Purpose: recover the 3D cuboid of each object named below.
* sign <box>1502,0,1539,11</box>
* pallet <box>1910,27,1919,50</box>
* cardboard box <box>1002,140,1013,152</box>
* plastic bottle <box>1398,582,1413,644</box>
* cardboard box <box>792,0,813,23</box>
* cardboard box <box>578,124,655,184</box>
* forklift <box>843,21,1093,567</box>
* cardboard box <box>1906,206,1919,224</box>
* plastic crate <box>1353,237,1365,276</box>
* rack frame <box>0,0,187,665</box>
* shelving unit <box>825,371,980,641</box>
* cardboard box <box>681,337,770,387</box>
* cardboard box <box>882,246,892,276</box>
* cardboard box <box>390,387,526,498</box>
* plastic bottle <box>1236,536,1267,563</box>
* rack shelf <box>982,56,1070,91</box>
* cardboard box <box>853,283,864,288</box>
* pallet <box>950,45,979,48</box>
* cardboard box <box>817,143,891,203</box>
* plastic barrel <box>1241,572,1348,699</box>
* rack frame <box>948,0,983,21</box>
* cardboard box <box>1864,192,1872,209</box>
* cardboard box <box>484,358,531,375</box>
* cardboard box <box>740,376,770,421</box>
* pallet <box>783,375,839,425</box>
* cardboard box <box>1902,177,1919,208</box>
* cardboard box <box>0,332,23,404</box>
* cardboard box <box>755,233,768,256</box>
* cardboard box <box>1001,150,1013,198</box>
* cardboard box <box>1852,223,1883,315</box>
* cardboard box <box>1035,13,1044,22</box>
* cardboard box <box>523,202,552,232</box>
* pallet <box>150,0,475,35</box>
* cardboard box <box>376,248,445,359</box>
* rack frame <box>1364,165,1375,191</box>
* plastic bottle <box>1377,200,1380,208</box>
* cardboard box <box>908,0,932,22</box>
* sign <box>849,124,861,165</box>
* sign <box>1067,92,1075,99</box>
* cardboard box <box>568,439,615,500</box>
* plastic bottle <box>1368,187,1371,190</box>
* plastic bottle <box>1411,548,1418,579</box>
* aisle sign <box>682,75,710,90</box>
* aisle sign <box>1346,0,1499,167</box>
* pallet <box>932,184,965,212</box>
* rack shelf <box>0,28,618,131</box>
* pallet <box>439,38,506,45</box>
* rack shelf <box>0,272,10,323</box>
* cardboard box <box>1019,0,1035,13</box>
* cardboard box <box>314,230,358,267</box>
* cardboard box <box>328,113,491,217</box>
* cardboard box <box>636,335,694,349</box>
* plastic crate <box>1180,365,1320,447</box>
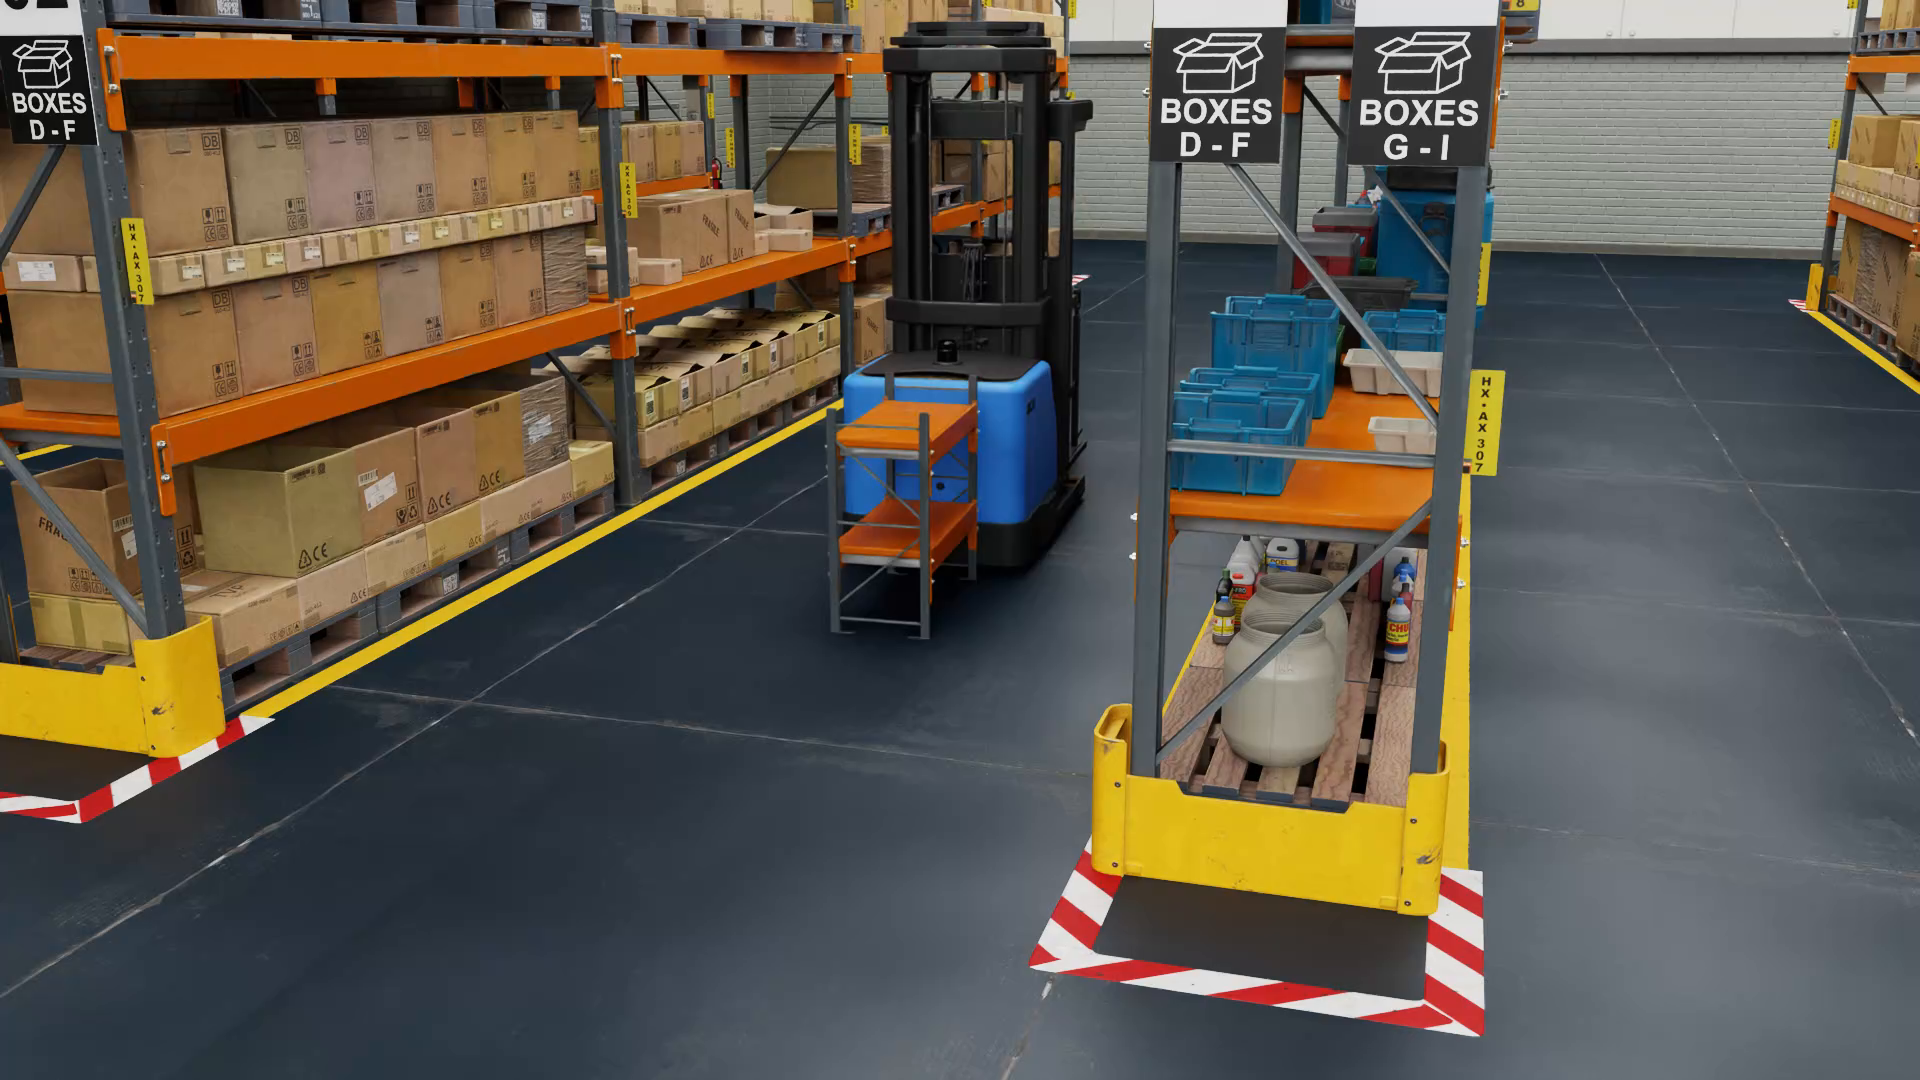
[{"bbox_3d":[1.602,-1.672,4.715,0.100,0.325,0.005,5,16,16],"label":"sign"},{"bbox_3d":[9.477,-4.638,15.349,1.003,0.211,1.213,5,16,16],"label":"pallet"},{"bbox_3d":[0.288,-4.559,18.390,0.500,0.500,0.500,4,16,14],"label":"cardboard box"},{"bbox_3d":[1.971,0.318,7.382,0.061,0.283,0.133,5,17,17],"label":"plastic bottle"},{"bbox_3d":[-1.474,-4.197,13.137,0.500,0.250,0.500,3,16,12],"label":"cardboard box"},{"bbox_3d":[-4.433,-4.843,20.858,0.980,0.700,0.700,4,16,13],"label":"cardboard box"},{"bbox_3d":[0.188,-1.624,10.183,1.130,2.935,3.031,4,16,13],"label":"forklift"},{"bbox_3d":[9.007,-3.009,15.400,0.380,0.149,0.250,5,17,16],"label":"cardboard box"},{"bbox_3d":[2.228,-1.620,10.074,0.392,0.384,0.575,5,16,16],"label":"plastic crate"},{"bbox_3d":[-3.672,-0.654,6.638,1.000,3.000,0.127,5,16,16],"label":"rack frame"},{"bbox_3d":[-0.272,-0.205,8.491,0.538,1.125,1.048,4,16,13],"label":"shelving unit"},{"bbox_3d":[-1.744,-1.341,12.300,0.500,0.311,0.500,5,17,17],"label":"cardboard box"},{"bbox_3d":[-0.918,-2.794,16.583,0.500,0.250,0.500,5,16,16],"label":"cardboard box"},{"bbox_3d":[-2.750,-0.541,9.135,0.500,0.500,0.500,5,16,16],"label":"cardboard box"},{"bbox_3d":[1.411,0.087,8.074,0.144,0.351,0.185,4,16,15],"label":"plastic bottle"},{"bbox_3d":[0.306,-5.414,19.240,1.077,0.370,4.000,5,16,16],"label":"rack shelf"},{"bbox_3d":[-1.211,-2.154,15.702,0.500,0.500,0.500,4,16,14],"label":"cardboard box"},{"bbox_3d":[-0.515,-4.981,16.740,1.213,0.211,1.003,5,16,16],"label":"pallet"},{"bbox_3d":[-0.885,-3.395,15.349,0.700,0.500,0.500,8,18,26],"label":"cardboard box"},{"bbox_3d":[1.332,0.417,6.652,0.421,0.512,0.421,0,16,0],"label":"plastic barrel"},{"bbox_3d":[-0.262,-6.680,16.888,1.000,3.000,0.127,5,16,16],"label":"rack frame"},{"bbox_3d":[9.518,-3.480,17.062,0.380,0.149,0.250,4,16,14],"label":"cardboard box"},{"bbox_3d":[-2.968,-0.843,10.201,0.500,0.500,0.500,5,16,16],"label":"cardboard box"},{"bbox_3d":[-1.747,-1.068,12.368,0.500,0.250,0.500,5,17,17],"label":"cardboard box"},{"bbox_3d":[-1.670,-1.193,13.649,1.003,0.211,1.213,5,16,16],"label":"pallet"},{"bbox_3d":[9.108,-3.231,15.453,0.500,0.250,0.500,4,16,15],"label":"cardboard box"},{"bbox_3d":[-7.093,-1.287,12.643,0.700,0.500,0.500,5,17,18],"label":"cardboard box"},{"bbox_3d":[-1.707,-2.288,12.859,0.380,0.149,0.250,6,17,20],"label":"cardboard box"},{"bbox_3d":[0.286,-4.088,18.561,0.500,0.500,0.500,5,17,17],"label":"cardboard box"},{"bbox_3d":[10.008,-2.839,17.465,0.875,0.875,0.875,5,16,16],"label":"cardboard box"},{"bbox_3d":[0.685,-6.036,19.474,0.500,0.250,0.500,5,16,16],"label":"cardboard box"},{"bbox_3d":[-2.552,-1.840,9.446,0.380,0.149,0.250,4,16,14],"label":"cardboard box"},{"bbox_3d":[-3.102,-2.558,8.015,1.003,0.211,1.213,5,16,16],"label":"pallet"},{"bbox_3d":[-3.090,-1.228,8.480,0.700,0.500,0.500,5,17,18],"label":"cardboard box"},{"bbox_3d":[4.486,-3.408,16.349,1.000,3.000,0.127,5,16,16],"label":"rack frame"},{"bbox_3d":[3.684,-2.862,14.657,0.097,0.271,0.097,0,16,0],"label":"plastic bottle"},{"bbox_3d":[-0.644,-5.232,16.145,0.600,0.600,0.600,4,16,15],"label":"cardboard box"},{"bbox_3d":[-0.866,-3.262,13.710,0.100,0.325,0.005,5,16,16],"label":"sign"},{"bbox_3d":[1.401,-5.501,21.025,0.100,0.325,0.005,5,16,16],"label":"sign"},{"bbox_3d":[-2.458,-0.441,10.158,0.500,0.250,0.500,5,16,16],"label":"cardboard box"},{"bbox_3d":[3.935,-3.254,16.020,0.061,0.283,0.133,5,16,16],"label":"plastic bottle"},{"bbox_3d":[2.159,0.073,8.123,0.144,0.351,0.185,5,16,16],"label":"plastic bottle"},{"bbox_3d":[-3.568,-6.469,22.376,0.394,0.787,0.004,5,16,16],"label":"aisle sign"},{"bbox_3d":[1.336,-1.478,4.779,0.394,0.787,0.004,5,16,16],"label":"aisle sign"},{"bbox_3d":[-0.594,-3.500,17.025,1.003,0.211,1.213,5,16,16],"label":"pallet"},{"bbox_3d":[-3.104,-2.274,8.171,1.077,0.370,4.000,5,16,16],"label":"rack shelf"},{"bbox_3d":[-5.226,-5.284,17.815,0.805,0.209,1.217,4,16,14],"label":"pallet"},{"bbox_3d":[-6.718,-2.261,13.621,1.077,0.370,4.000,5,16,16],"label":"rack shelf"},{"bbox_3d":[0.481,-6.413,19.430,0.700,0.500,0.500,5,16,16],"label":"cardboard box"},{"bbox_3d":[-3.063,-1.370,7.791,0.380,0.149,0.250,4,16,14],"label":"cardboard box"},{"bbox_3d":[-2.941,-1.993,8.797,0.700,0.500,0.500,5,16,16],"label":"cardboard box"},{"bbox_3d":[-2.263,-1.376,12.424,0.500,0.311,0.500,4,16,15],"label":"cardboard box"},{"bbox_3d":[1.121,-0.521,6.441,0.499,0.251,0.408,5,16,16],"label":"plastic crate"}]
